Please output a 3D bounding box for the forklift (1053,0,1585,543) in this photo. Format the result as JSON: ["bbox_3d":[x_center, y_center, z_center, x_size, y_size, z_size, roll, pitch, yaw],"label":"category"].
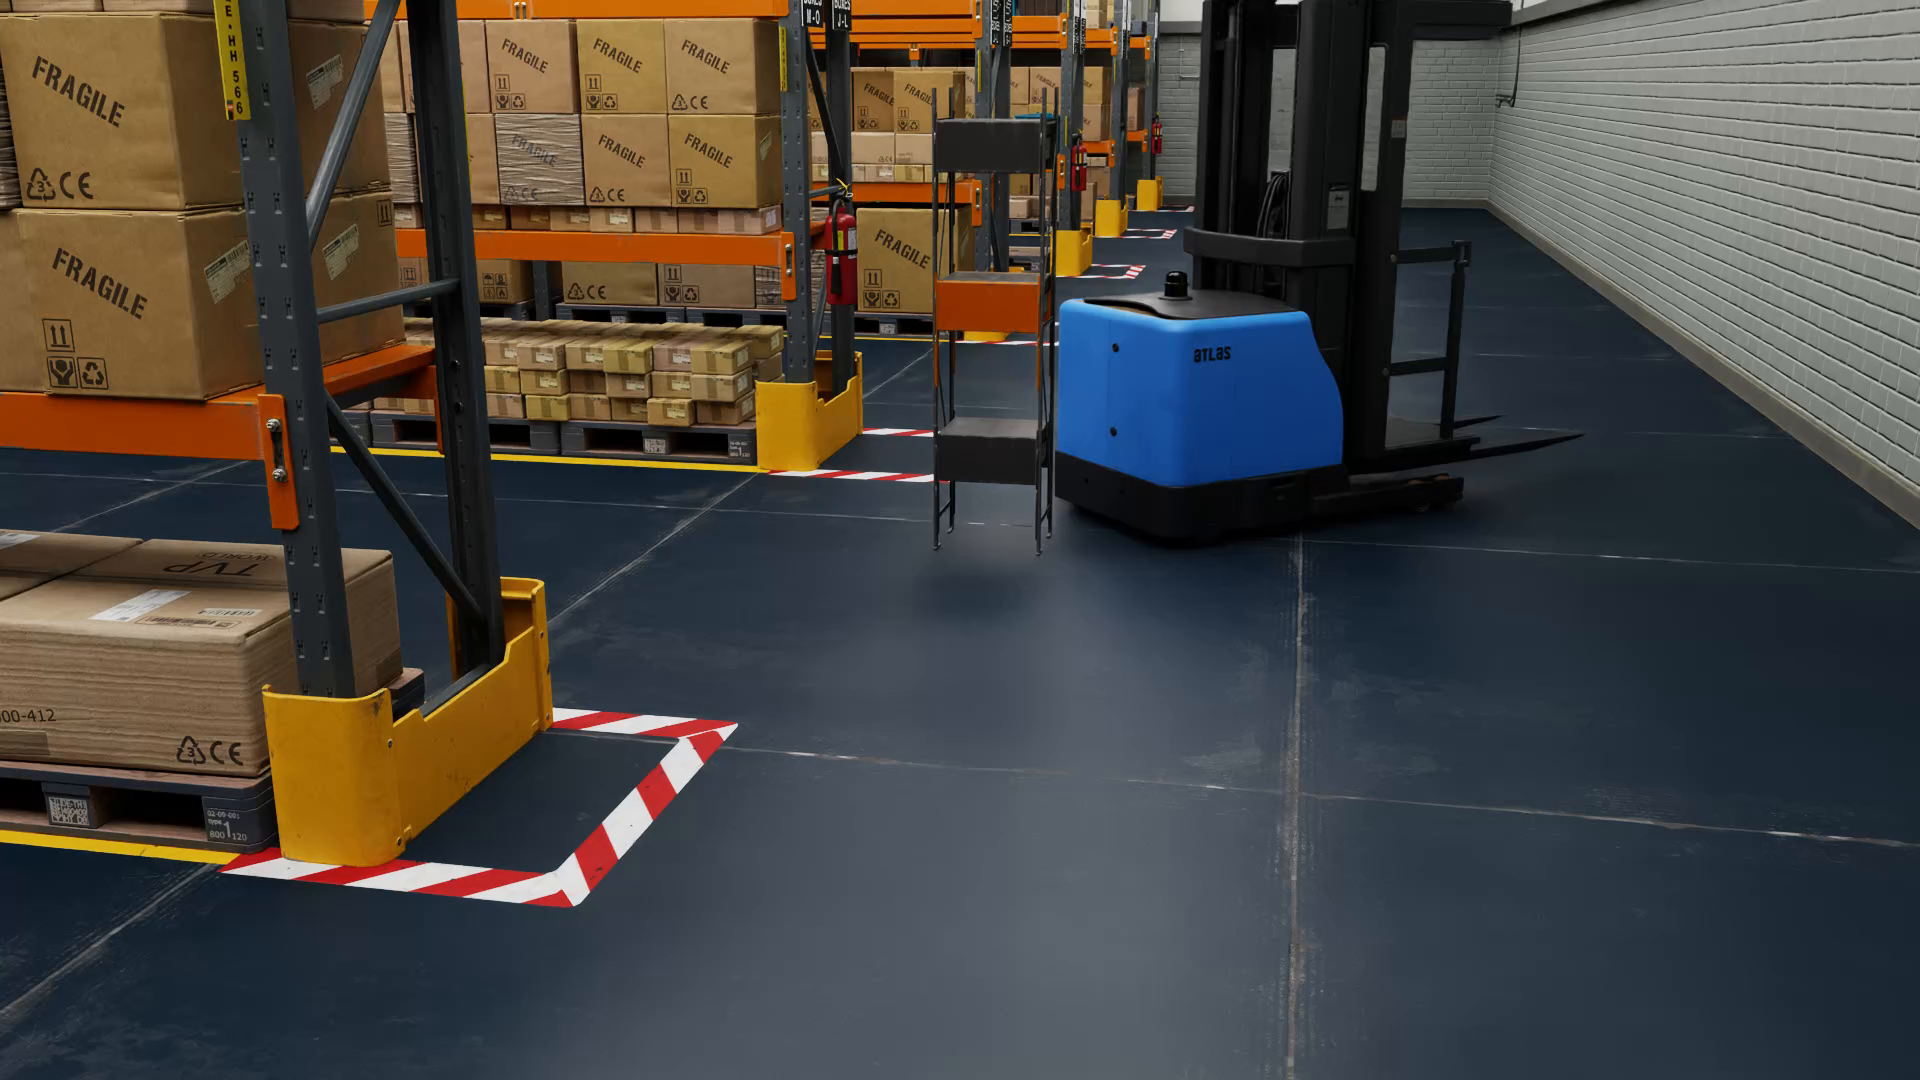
[{"bbox_3d":[2.016,-1.666,8.518,3.031,2.935,1.130,-9,18,-29],"label":"forklift"}]

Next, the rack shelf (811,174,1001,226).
[{"bbox_3d":[-1.679,-3.037,14.686,4.000,0.370,1.077,3,16,11],"label":"rack shelf"}]

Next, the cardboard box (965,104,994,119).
[{"bbox_3d":[0.274,-5.951,23.670,0.500,0.500,0.500,3,16,10],"label":"cardboard box"}]

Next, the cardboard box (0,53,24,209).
[{"bbox_3d":[-2.732,-1.199,4.641,0.500,0.500,0.500,3,16,11],"label":"cardboard box"}]

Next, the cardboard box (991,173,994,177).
[{"bbox_3d":[0.526,-6.281,28.945,0.500,0.500,0.700,3,16,11],"label":"cardboard box"}]

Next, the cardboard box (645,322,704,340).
[{"bbox_3d":[-1.768,-1.248,10.317,0.250,0.149,0.380,3,16,11],"label":"cardboard box"}]

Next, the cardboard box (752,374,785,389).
[{"bbox_3d":[-1.257,-0.926,10.269,0.250,0.149,0.380,3,16,12],"label":"cardboard box"}]

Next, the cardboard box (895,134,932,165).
[{"bbox_3d":[-0.247,-3.305,14.029,0.500,0.250,0.500,3,16,10],"label":"cardboard box"}]

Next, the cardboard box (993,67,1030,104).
[{"bbox_3d":[0.763,-6.404,23.431,0.500,0.500,0.500,4,16,13],"label":"cardboard box"}]

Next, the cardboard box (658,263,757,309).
[{"bbox_3d":[-2.127,-2.565,14.827,0.875,0.875,0.875,3,16,11],"label":"cardboard box"}]

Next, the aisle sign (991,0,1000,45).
[{"bbox_3d":[0.291,-4.448,13.562,0.004,0.787,0.394,3,16,11],"label":"aisle sign"}]

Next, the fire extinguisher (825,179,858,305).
[{"bbox_3d":[-0.652,-1.635,9.117,0.183,0.674,0.296,3,16,11],"label":"fire extinguisher"}]

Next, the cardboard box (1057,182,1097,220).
[{"bbox_3d":[1.676,-4.841,23.707,0.500,0.500,0.500,3,16,11],"label":"cardboard box"}]

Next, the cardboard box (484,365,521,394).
[{"bbox_3d":[-2.648,-0.981,9.910,0.250,0.149,0.380,4,16,14],"label":"cardboard box"}]

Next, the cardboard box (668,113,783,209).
[{"bbox_3d":[-1.299,-2.134,9.331,0.500,0.500,0.500,3,16,12],"label":"cardboard box"}]

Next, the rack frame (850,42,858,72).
[{"bbox_3d":[-1.662,-6.082,24.329,0.127,3.000,1.000,3,16,11],"label":"rack frame"}]

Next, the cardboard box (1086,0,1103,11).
[{"bbox_3d":[1.704,-7.444,22.971,0.500,0.250,0.500,3,16,11],"label":"cardboard box"}]

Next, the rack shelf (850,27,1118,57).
[{"bbox_3d":[0.298,-7.074,23.640,4.000,0.370,1.077,3,16,11],"label":"rack shelf"}]

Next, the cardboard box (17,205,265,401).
[{"bbox_3d":[-2.220,-0.690,4.676,0.500,0.500,0.500,3,16,11],"label":"cardboard box"}]

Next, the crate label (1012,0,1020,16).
[{"bbox_3d":[0.428,-6.081,18.985,0.502,0.251,0.408,3,16,11],"label":"crate label"}]

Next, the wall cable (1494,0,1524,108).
[{"bbox_3d":[8.713,-8.165,26.429,0.112,2.526,3.097,3,16,11],"label":"wall cable"}]

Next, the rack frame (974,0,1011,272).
[{"bbox_3d":[0.280,-3.278,14.206,0.127,3.000,1.000,3,16,11],"label":"rack frame"}]

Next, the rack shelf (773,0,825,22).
[{"bbox_3d":[-2.767,-3.191,9.621,4.000,0.370,1.077,3,16,11],"label":"rack shelf"}]

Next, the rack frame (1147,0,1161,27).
[{"bbox_3d":[3.242,-10.056,27.439,0.127,3.000,1.000,3,16,11],"label":"rack frame"}]

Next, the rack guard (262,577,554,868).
[{"bbox_3d":[-1.671,0.521,5.176,0.348,0.500,1.175,3,16,11],"label":"rack guard"}]

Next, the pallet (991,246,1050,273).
[{"bbox_3d":[0.467,-3.284,19.451,1.213,0.211,1.003,3,16,11],"label":"pallet"}]

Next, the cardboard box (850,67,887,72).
[{"bbox_3d":[-1.256,-6.513,23.826,0.500,0.500,0.500,4,16,13],"label":"cardboard box"}]

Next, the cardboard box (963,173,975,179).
[{"bbox_3d":[-0.002,-3.262,14.619,0.250,0.149,0.380,3,16,12],"label":"cardboard box"}]

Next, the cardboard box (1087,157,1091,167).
[{"bbox_3d":[2.123,-6.459,28.371,0.250,0.149,0.380,4,16,13],"label":"cardboard box"}]

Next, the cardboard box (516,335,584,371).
[{"bbox_3d":[-2.406,-1.102,9.790,0.250,0.149,0.380,4,16,13],"label":"cardboard box"}]

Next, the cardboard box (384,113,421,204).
[{"bbox_3d":[-3.319,-2.237,9.704,0.500,0.500,0.500,3,16,10],"label":"cardboard box"}]

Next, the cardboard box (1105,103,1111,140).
[{"bbox_3d":[1.876,-6.010,23.881,0.500,0.500,0.500,3,16,12],"label":"cardboard box"}]

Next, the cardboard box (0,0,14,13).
[{"bbox_3d":[-2.609,-1.494,4.490,0.250,0.149,0.380,3,16,11],"label":"cardboard box"}]

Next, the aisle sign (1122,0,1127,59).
[{"bbox_3d":[2.264,-7.038,22.911,0.004,0.787,0.394,3,16,11],"label":"aisle sign"}]

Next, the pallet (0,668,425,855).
[{"bbox_3d":[-2.493,0.636,5.299,1.213,0.211,1.003,3,16,11],"label":"pallet"}]

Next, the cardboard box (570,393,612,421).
[{"bbox_3d":[-2.123,-0.821,9.891,0.250,0.149,0.380,3,16,12],"label":"cardboard box"}]

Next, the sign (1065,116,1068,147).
[{"bbox_3d":[1.174,-4.507,18.339,0.005,0.325,0.100,3,16,11],"label":"sign"}]

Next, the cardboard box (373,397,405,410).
[{"bbox_3d":[-3.390,-0.904,10.191,0.250,0.149,0.380,2,16,9],"label":"cardboard box"}]

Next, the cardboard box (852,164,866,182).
[{"bbox_3d":[-0.880,-3.130,14.144,0.250,0.149,0.380,3,16,12],"label":"cardboard box"}]

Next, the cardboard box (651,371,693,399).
[{"bbox_3d":[-1.626,-0.939,9.759,0.250,0.149,0.380,3,16,10],"label":"cardboard box"}]

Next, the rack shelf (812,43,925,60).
[{"bbox_3d":[-2.638,-8.583,29.087,4.000,0.370,1.077,3,16,11],"label":"rack shelf"}]

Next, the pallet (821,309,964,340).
[{"bbox_3d":[-0.519,-1.956,14.658,1.213,0.211,1.003,3,16,11],"label":"pallet"}]

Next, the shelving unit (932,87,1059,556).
[{"bbox_3d":[0.162,-1.003,7.680,0.503,2.100,0.431,3,16,11],"label":"shelving unit"}]

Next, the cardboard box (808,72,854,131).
[{"bbox_3d":[-1.135,-3.859,14.623,0.500,0.500,0.500,3,16,10],"label":"cardboard box"}]

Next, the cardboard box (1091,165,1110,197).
[{"bbox_3d":[2.536,-6.174,28.557,0.500,0.500,0.700,3,16,11],"label":"cardboard box"}]

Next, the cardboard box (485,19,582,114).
[{"bbox_3d":[-2.313,-2.671,9.396,0.500,0.500,0.500,4,16,14],"label":"cardboard box"}]

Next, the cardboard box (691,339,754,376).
[{"bbox_3d":[-1.376,-1.063,9.649,0.250,0.149,0.380,3,16,12],"label":"cardboard box"}]

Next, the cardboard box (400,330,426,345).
[{"bbox_3d":[-3.421,-1.168,10.027,0.250,0.149,0.380,3,16,12],"label":"cardboard box"}]

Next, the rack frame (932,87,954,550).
[{"bbox_3d":[-0.077,-1.016,7.727,0.015,2.100,0.400,3,16,11],"label":"rack frame"}]

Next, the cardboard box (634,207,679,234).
[{"bbox_3d":[-1.668,-1.840,9.488,0.250,0.149,0.380,3,16,11],"label":"cardboard box"}]

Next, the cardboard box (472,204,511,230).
[{"bbox_3d":[-2.691,-1.909,9.737,0.250,0.149,0.380,3,16,12],"label":"cardboard box"}]

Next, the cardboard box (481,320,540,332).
[{"bbox_3d":[-2.812,-1.271,10.400,0.250,0.149,0.380,3,16,11],"label":"cardboard box"}]
